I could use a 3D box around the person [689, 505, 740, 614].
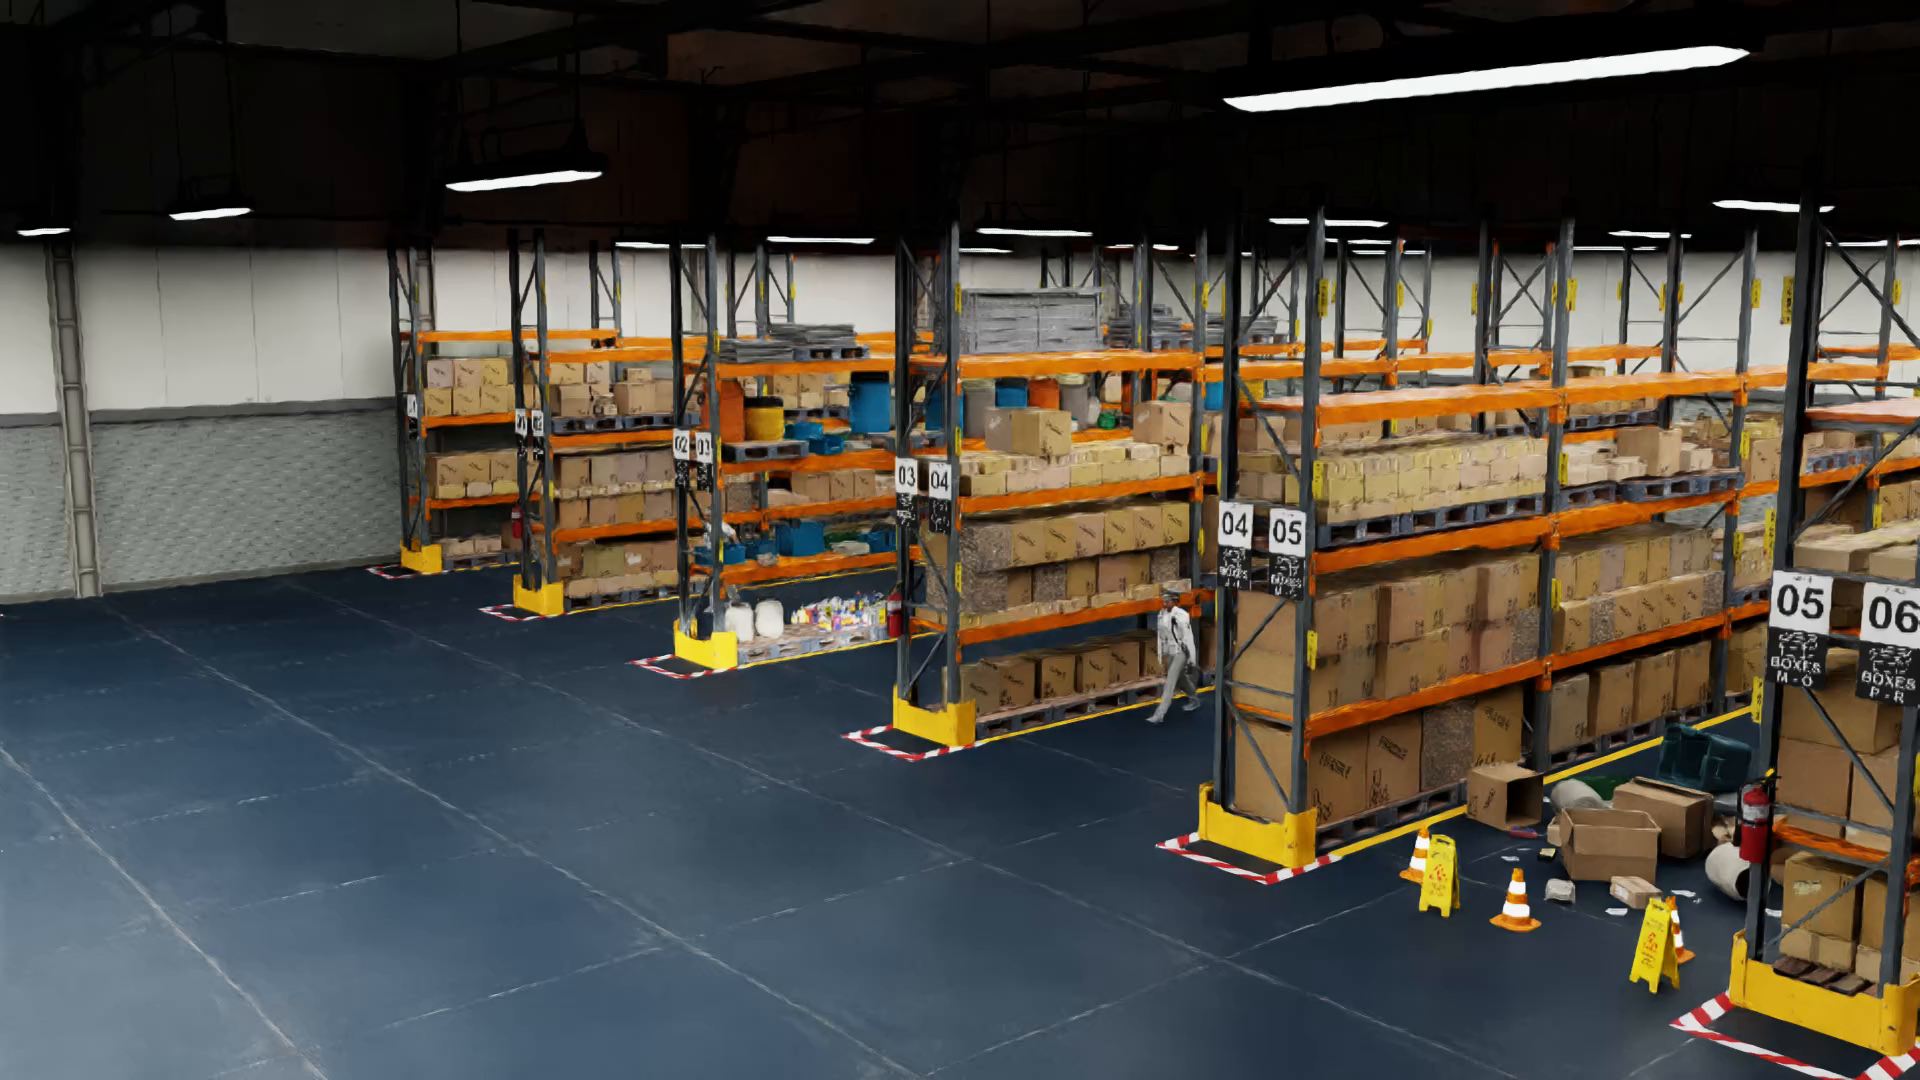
[{"bbox_3d":[-3.855,0.267,26.473,0.867,1.709,0.686,-6,11,-34],"label":"person"}]

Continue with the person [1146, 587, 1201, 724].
[{"bbox_3d":[2.527,1.335,19.805,1.086,1.585,0.495,-7,11,-38],"label":"person"}]
